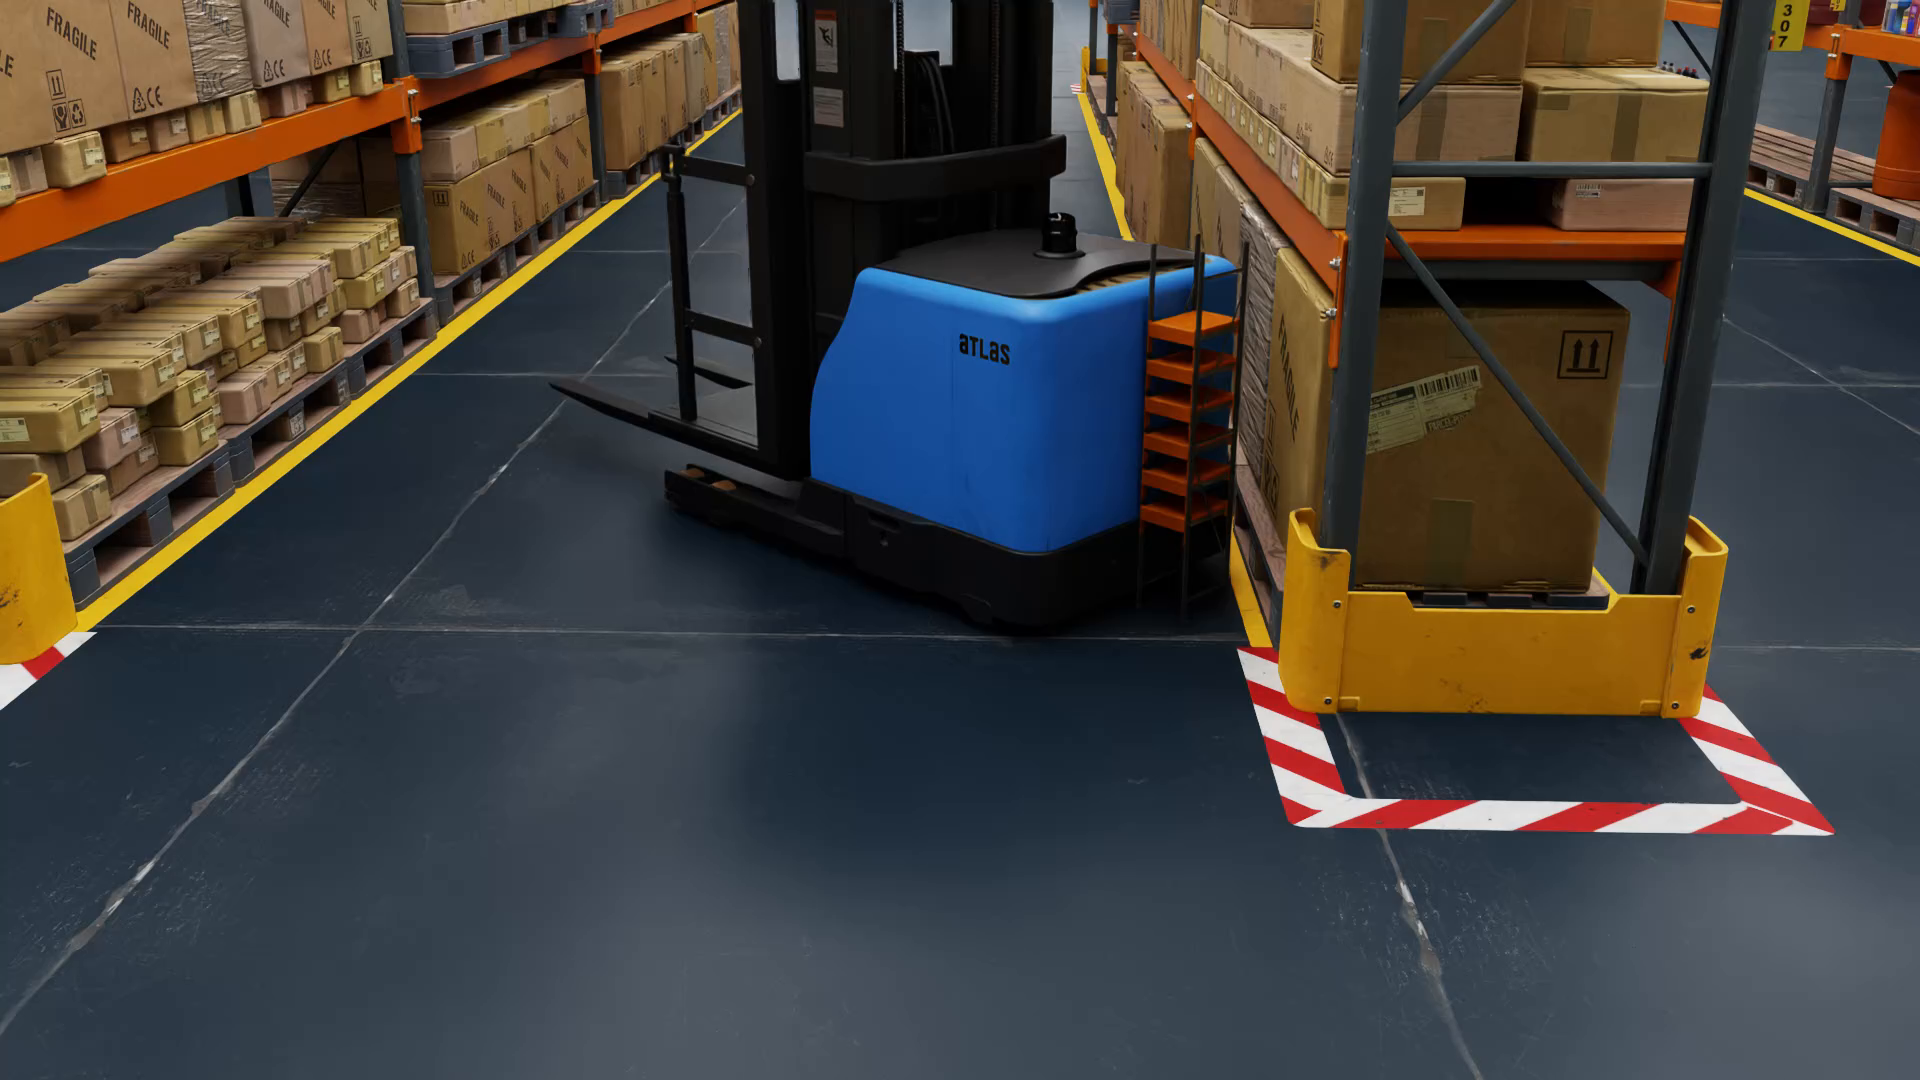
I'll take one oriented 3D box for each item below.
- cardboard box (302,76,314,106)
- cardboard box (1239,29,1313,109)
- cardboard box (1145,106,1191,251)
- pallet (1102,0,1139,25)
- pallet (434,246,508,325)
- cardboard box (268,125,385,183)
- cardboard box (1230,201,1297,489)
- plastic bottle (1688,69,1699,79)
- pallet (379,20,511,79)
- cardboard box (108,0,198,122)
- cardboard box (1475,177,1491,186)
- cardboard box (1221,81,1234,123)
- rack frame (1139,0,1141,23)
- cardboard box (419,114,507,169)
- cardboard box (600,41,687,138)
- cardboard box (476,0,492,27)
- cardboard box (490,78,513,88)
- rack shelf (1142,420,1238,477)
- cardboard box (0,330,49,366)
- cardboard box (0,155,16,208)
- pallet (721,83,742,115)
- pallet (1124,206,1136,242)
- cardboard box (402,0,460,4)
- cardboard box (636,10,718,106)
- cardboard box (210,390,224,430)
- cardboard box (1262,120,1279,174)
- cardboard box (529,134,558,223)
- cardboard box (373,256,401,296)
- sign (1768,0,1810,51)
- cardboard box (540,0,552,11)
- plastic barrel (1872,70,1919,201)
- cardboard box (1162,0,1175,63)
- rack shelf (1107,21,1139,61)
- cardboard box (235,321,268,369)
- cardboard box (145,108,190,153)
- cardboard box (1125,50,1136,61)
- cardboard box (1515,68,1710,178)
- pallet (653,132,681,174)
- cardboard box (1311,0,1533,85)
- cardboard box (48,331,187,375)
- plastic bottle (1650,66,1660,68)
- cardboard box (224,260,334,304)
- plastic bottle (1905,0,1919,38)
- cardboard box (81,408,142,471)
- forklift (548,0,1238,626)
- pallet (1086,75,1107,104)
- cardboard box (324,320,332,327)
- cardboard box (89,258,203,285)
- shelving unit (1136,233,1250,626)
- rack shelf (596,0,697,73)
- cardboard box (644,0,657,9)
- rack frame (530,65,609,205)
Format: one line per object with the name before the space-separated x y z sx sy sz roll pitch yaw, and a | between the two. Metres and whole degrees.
cardboard box | -3.109 -2.000 7.383 0.380 0.149 0.250 0 21 0
cardboard box | 1.334 -1.771 6.242 0.500 0.250 0.500 1 21 2
cardboard box | 1.662 -1.851 9.010 1.225 0.875 0.875 1 21 2
pallet | 1.700 -4.030 12.534 1.213 0.211 1.003 1 21 2
pallet | -3.269 -1.487 9.569 1.003 0.211 1.213 1 21 2
cardboard box | -3.522 -2.158 9.281 0.500 0.250 0.500 0 21 0
cardboard box | 1.509 -0.735 6.132 0.875 0.875 0.875 1 21 2
plastic bottle | 7.296 -4.510 16.559 0.144 0.351 0.185 1 21 3
pallet | -3.123 -2.691 9.082 1.003 0.211 1.213 1 21 2
cardboard box | -3.105 -1.775 5.906 0.500 0.500 0.500 1 21 2
cardboard box | 1.903 -1.255 5.465 0.380 0.149 0.250 0 21 1
cardboard box | 1.292 -1.816 6.910 0.380 0.149 0.250 0 21 1
rack frame | 1.785 -3.861 11.832 1.000 3.000 0.127 1 21 2
cardboard box | -2.991 -2.342 9.757 0.500 0.250 0.500 1 21 3
cardboard box | -3.010 -3.971 14.645 1.050 0.750 0.750 1 21 2
cardboard box | -2.806 -2.912 9.154 0.380 0.149 0.250 1 21 2
cardboard box | -3.433 -3.085 11.672 0.500 0.250 0.500 0 21 -1
rack shelf | 0.727 -0.297 5.259 0.258 0.103 0.180 -20 29 -41
cardboard box | -3.633 -0.676 6.162 0.380 0.149 0.250 0 21 -1
cardboard box | -3.076 -1.056 4.950 0.380 0.149 0.250 0 21 1
pallet | -2.913 -4.814 18.145 1.003 0.211 1.213 1 21 2
pallet | 1.685 -2.276 11.604 1.003 0.211 1.213 1 21 2
cardboard box | -2.820 -2.860 8.609 0.380 0.149 0.250 1 21 2
cardboard box | -2.959 -4.830 16.687 0.875 0.875 0.875 1 21 2
cardboard box | -3.121 -0.482 6.484 0.380 0.149 0.250 1 21 2
cardboard box | 1.253 -1.353 5.716 0.380 0.149 0.250 0 21 0
cardboard box | -2.948 -2.362 10.845 0.500 0.500 0.500 0 21 -1
cardboard box | -2.979 -1.295 8.170 0.380 0.149 0.250 0 21 -1
sign | 2.096 -1.400 4.185 0.100 0.325 0.005 1 21 2
cardboard box | -2.770 -3.383 10.368 0.380 0.149 0.250 1 21 3
plastic barrel | 6.737 -2.813 11.552 0.600 0.830 0.708 1 21 2
cardboard box | 1.435 -3.001 9.478 0.500 0.500 0.500 0 21 1
rack shelf | 1.845 -4.248 13.826 1.077 0.370 4.000 1 21 2
cardboard box | -3.143 -0.824 6.954 0.380 0.149 0.250 2 21 4
cardboard box | -3.108 -1.527 6.164 0.380 0.149 0.250 0 21 1
cardboard box | 1.968 -4.689 16.841 0.500 0.500 0.500 8 22 19
cardboard box | 1.826 -1.207 4.790 0.500 0.250 0.500 0 21 0
pallet | -3.031 -3.376 14.438 1.003 0.211 1.213 1 21 2
cardboard box | 1.293 -1.565 4.676 0.500 0.500 0.500 1 21 2
cardboard box | -3.109 -0.670 6.148 0.380 0.149 0.250 0 21 -1
plastic bottle | 7.326 -4.874 17.602 0.152 0.276 0.135 1 21 2
cardboard box | -3.013 -1.143 7.367 0.380 0.149 0.250 0 21 -1
plastic bottle | 6.343 -3.480 11.014 0.061 0.283 0.133 1 21 2
cardboard box | -3.076 -0.350 5.732 0.380 0.149 0.250 1 21 1
forklift | -0.471 -1.537 5.939 1.130 2.935 3.031 -20 29 -41
pallet | 1.966 -5.132 18.964 1.003 0.211 1.213 1 21 2
cardboard box | -3.127 -0.943 7.674 0.380 0.149 0.250 0 21 0
cardboard box | -3.610 -1.151 7.386 0.380 0.149 0.250 1 21 3
shelving unit | 0.727 -0.339 5.243 0.258 1.200 0.189 -20 29 -41
rack shelf | -3.109 -4.339 14.061 1.077 0.370 4.000 1 21 2
cardboard box | -2.841 -4.704 13.867 0.500 0.500 0.500 0 21 1
rack frame | -3.170 -3.952 12.067 1.000 3.000 0.127 1 21 2
